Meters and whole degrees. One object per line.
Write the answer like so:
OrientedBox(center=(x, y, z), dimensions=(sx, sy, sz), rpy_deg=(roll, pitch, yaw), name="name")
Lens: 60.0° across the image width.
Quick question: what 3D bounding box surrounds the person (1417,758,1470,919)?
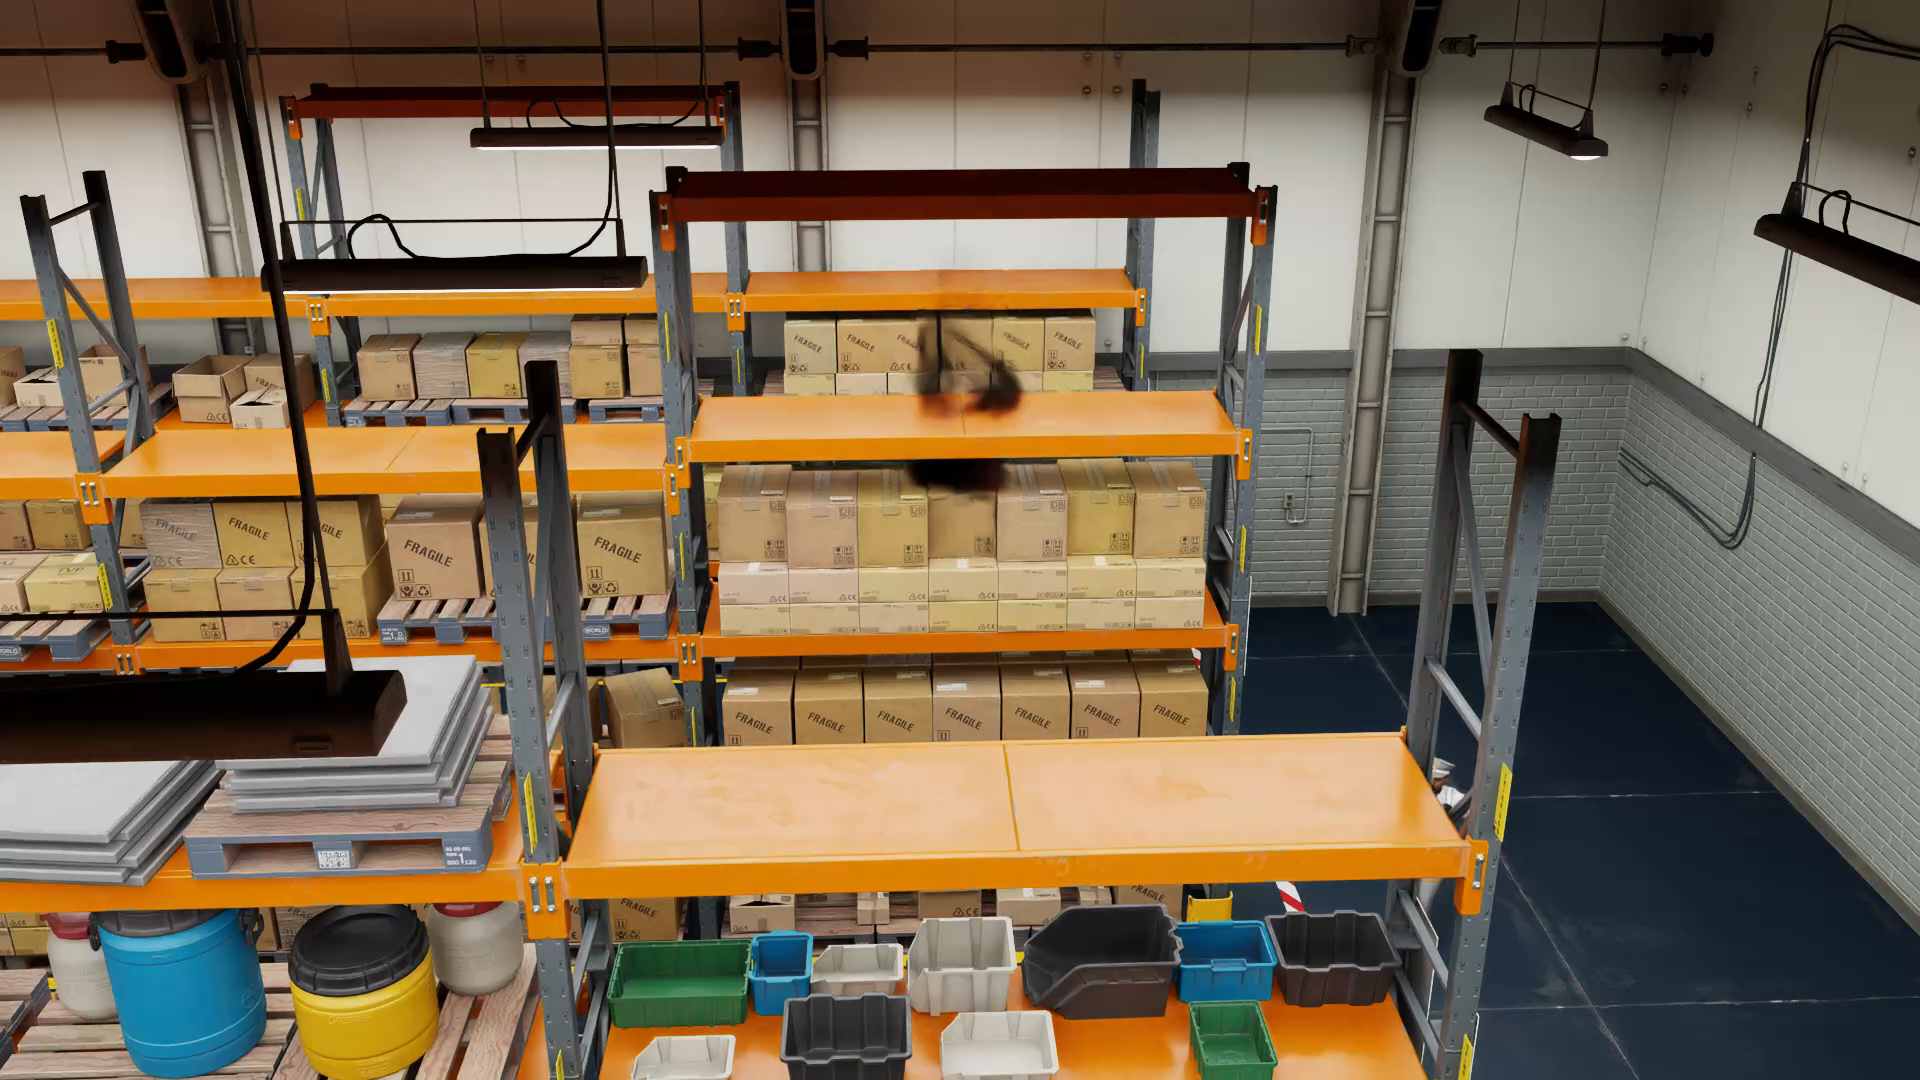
OrientedBox(center=(3.687, 2.416, 13.049), dimensions=(0.588, 1.697, 0.755), rpy_deg=(11, 25, 26), name="person")
